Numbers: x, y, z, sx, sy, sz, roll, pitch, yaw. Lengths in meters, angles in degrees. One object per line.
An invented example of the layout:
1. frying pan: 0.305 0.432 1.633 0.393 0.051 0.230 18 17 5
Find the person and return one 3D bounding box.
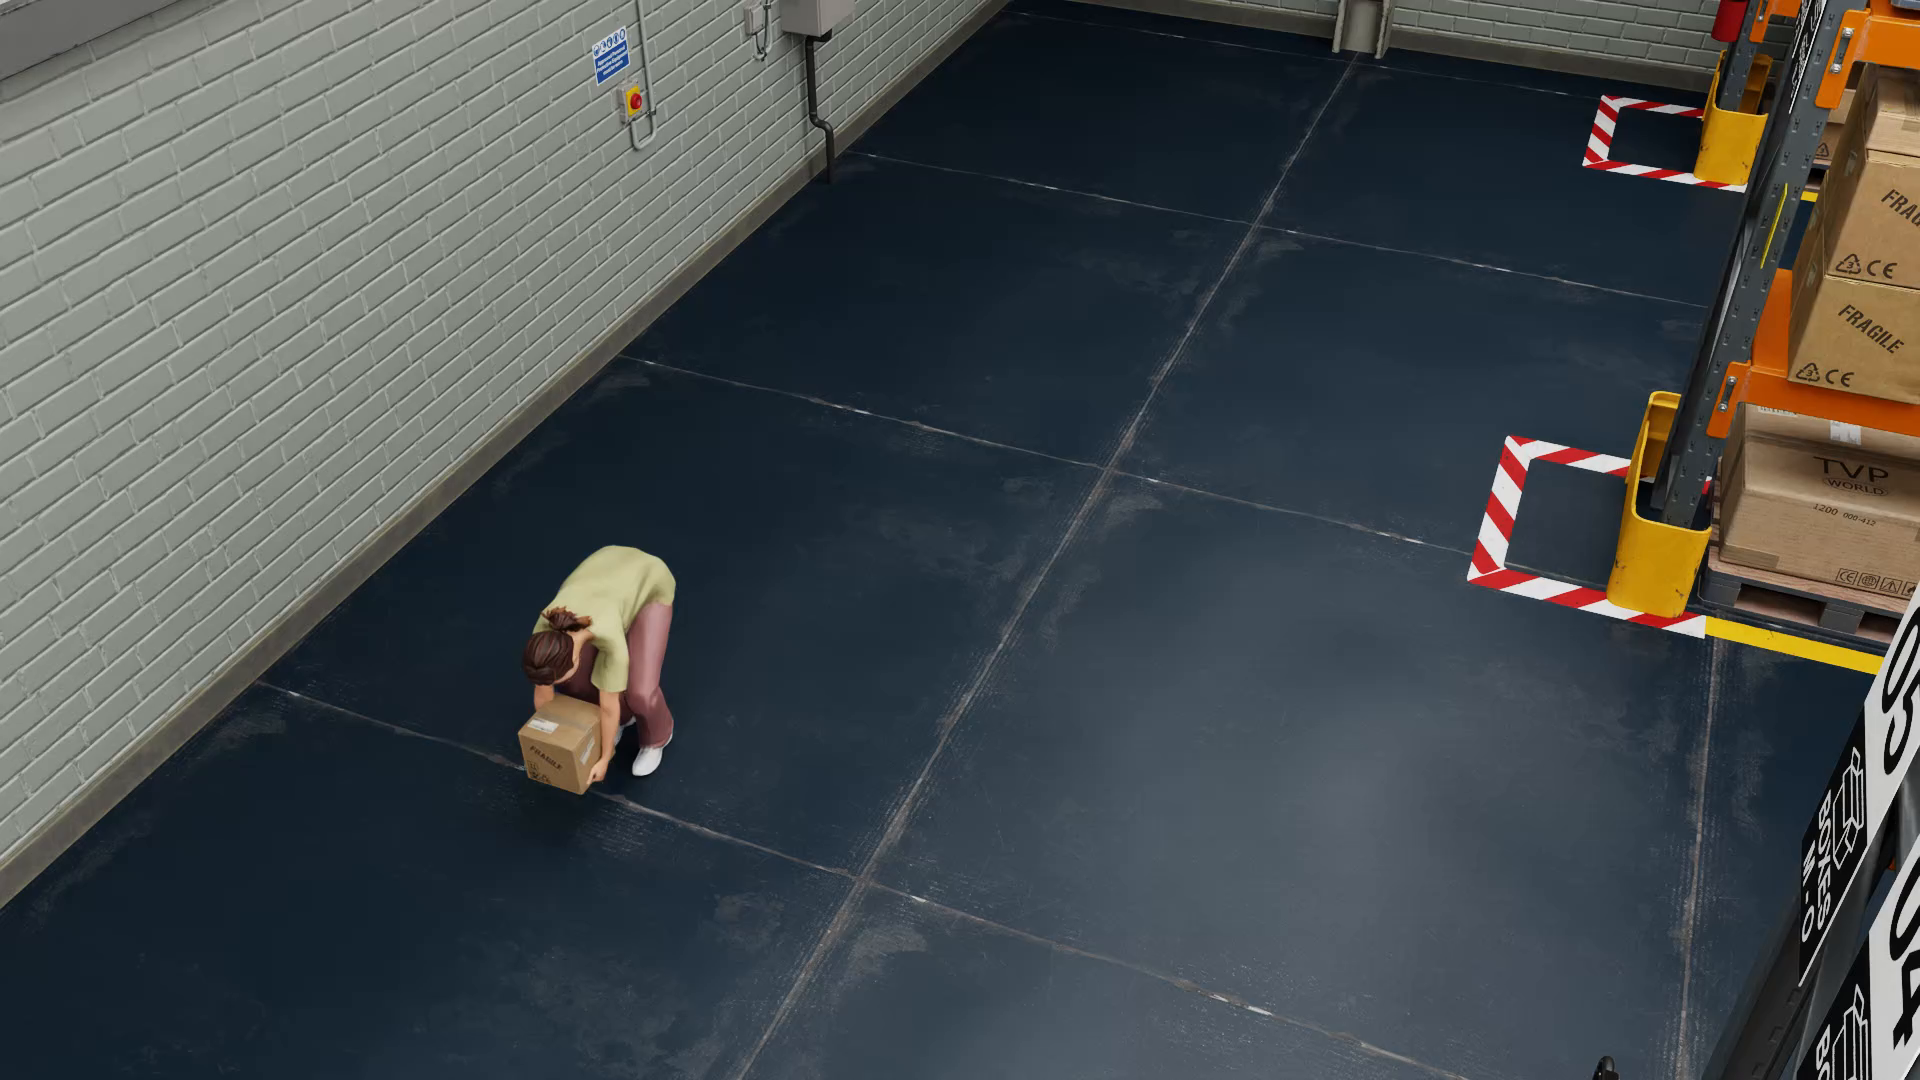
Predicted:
1. person: -1.428 0.549 6.647 0.455 1.017 0.868 12 39 15
